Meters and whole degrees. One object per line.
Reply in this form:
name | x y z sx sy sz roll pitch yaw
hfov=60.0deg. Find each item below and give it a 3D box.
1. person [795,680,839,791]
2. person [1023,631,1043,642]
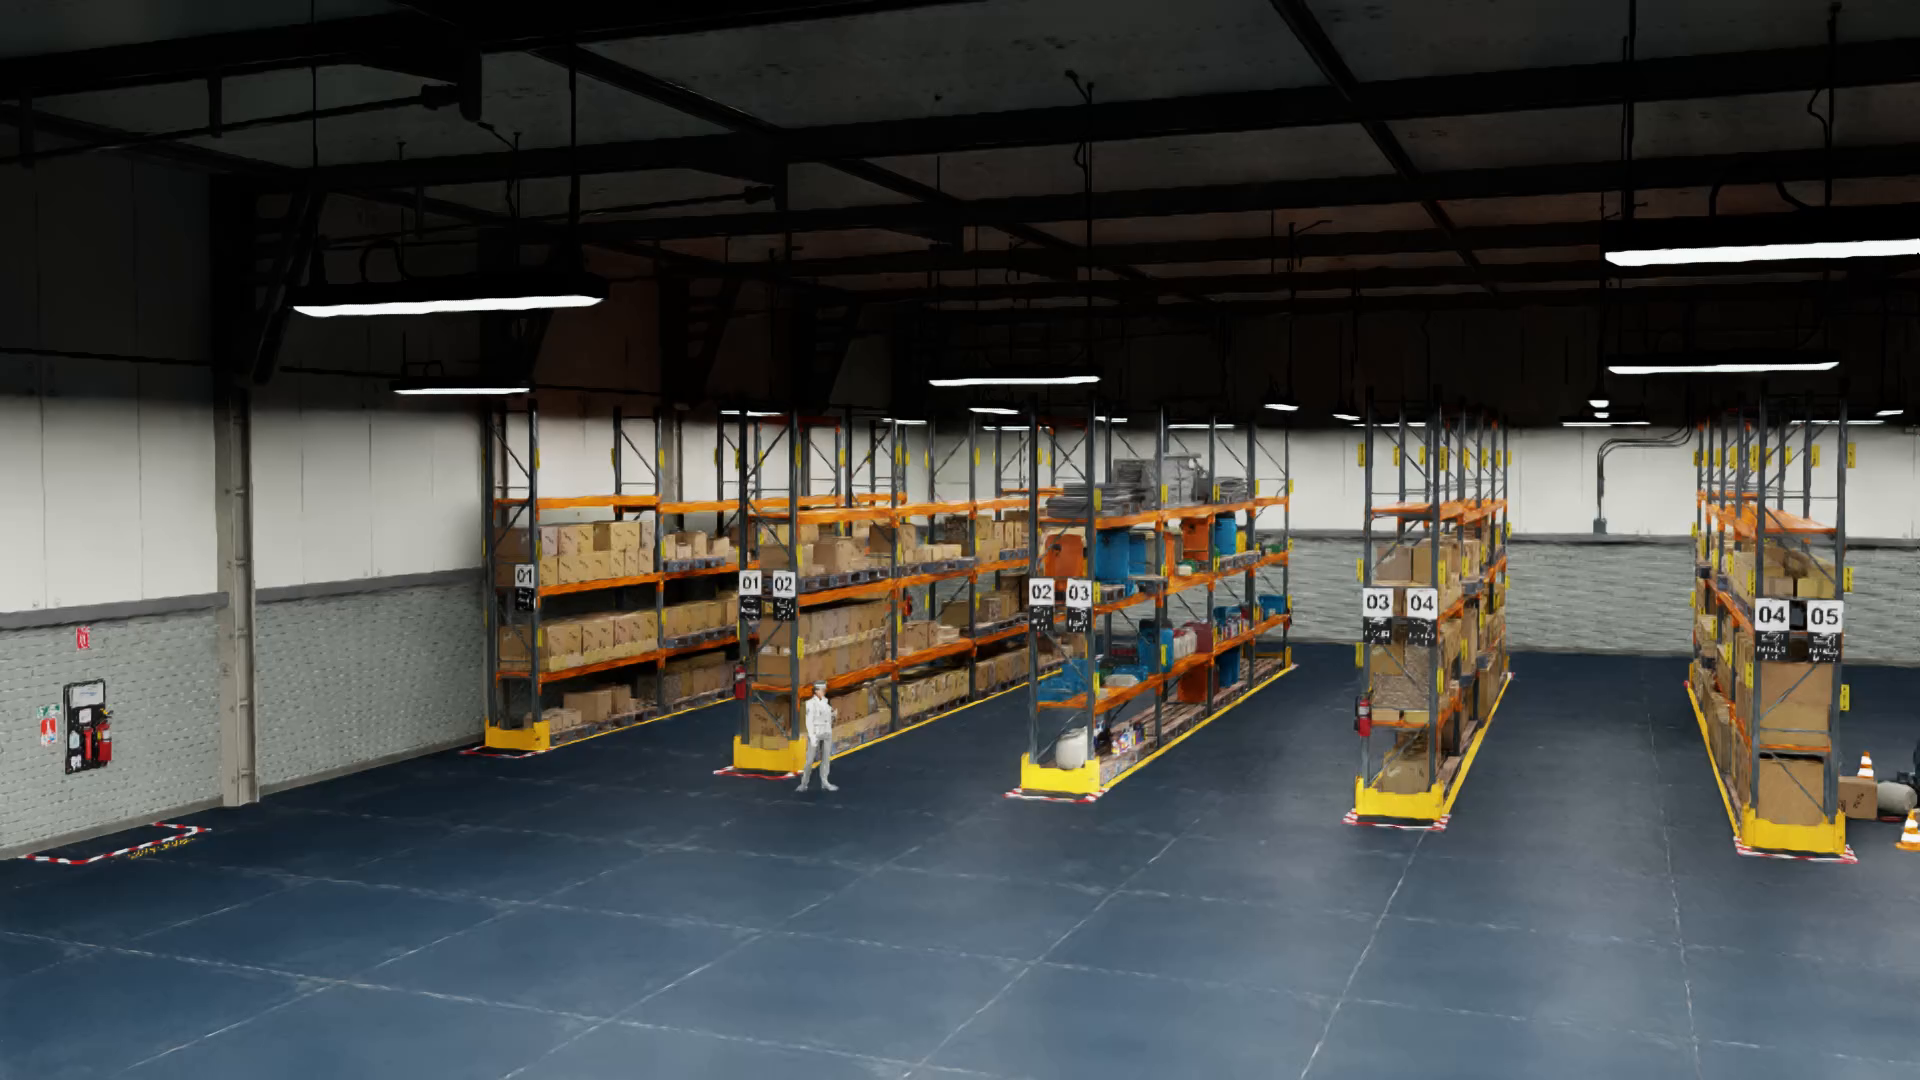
person | -2.167 2.932 24.959 0.629 1.679 0.418 -3 4 -42
person | 1.896 2.019 43.712 0.645 1.669 0.443 -2 3 -29
